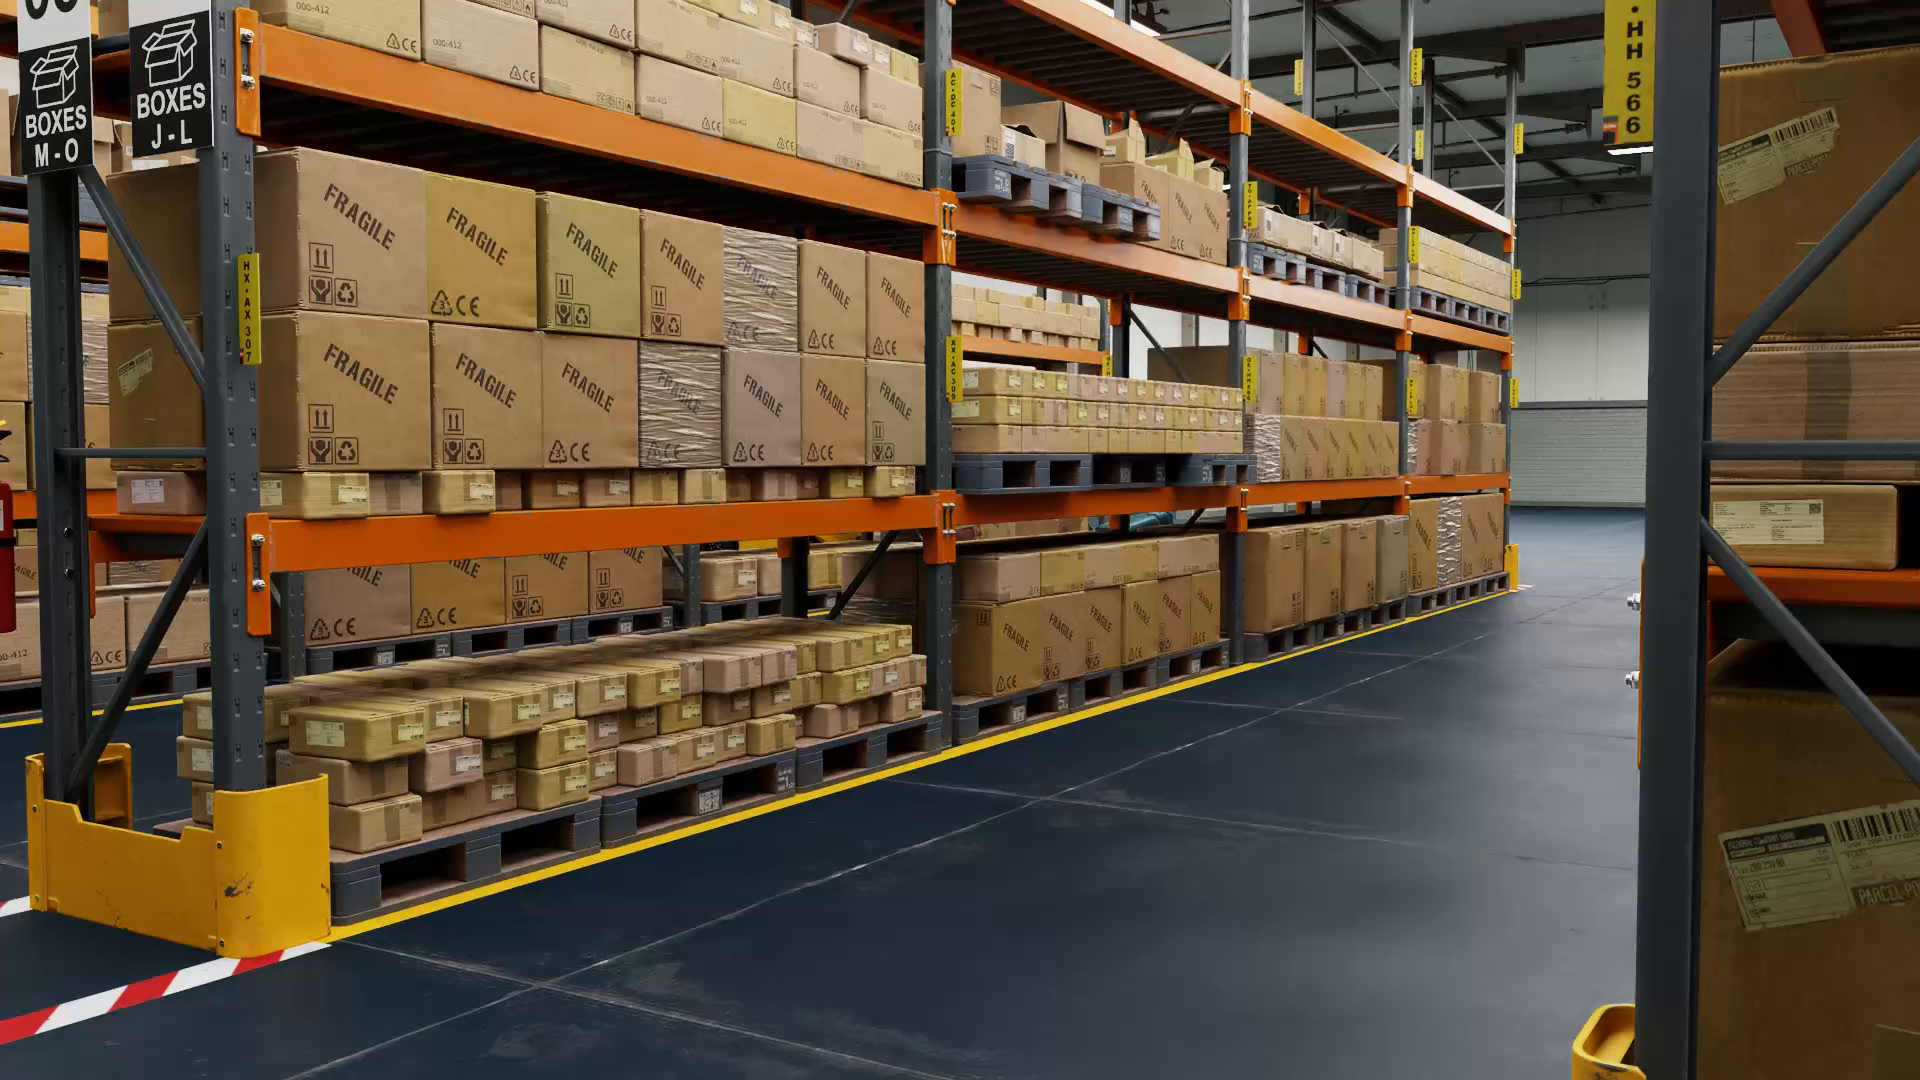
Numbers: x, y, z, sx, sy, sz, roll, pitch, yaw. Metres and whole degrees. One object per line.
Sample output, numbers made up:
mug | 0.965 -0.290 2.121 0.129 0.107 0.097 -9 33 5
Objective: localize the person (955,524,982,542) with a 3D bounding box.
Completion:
person | -0.026 -0.088 14.801 0.499 1.673 0.355 2 3 31
